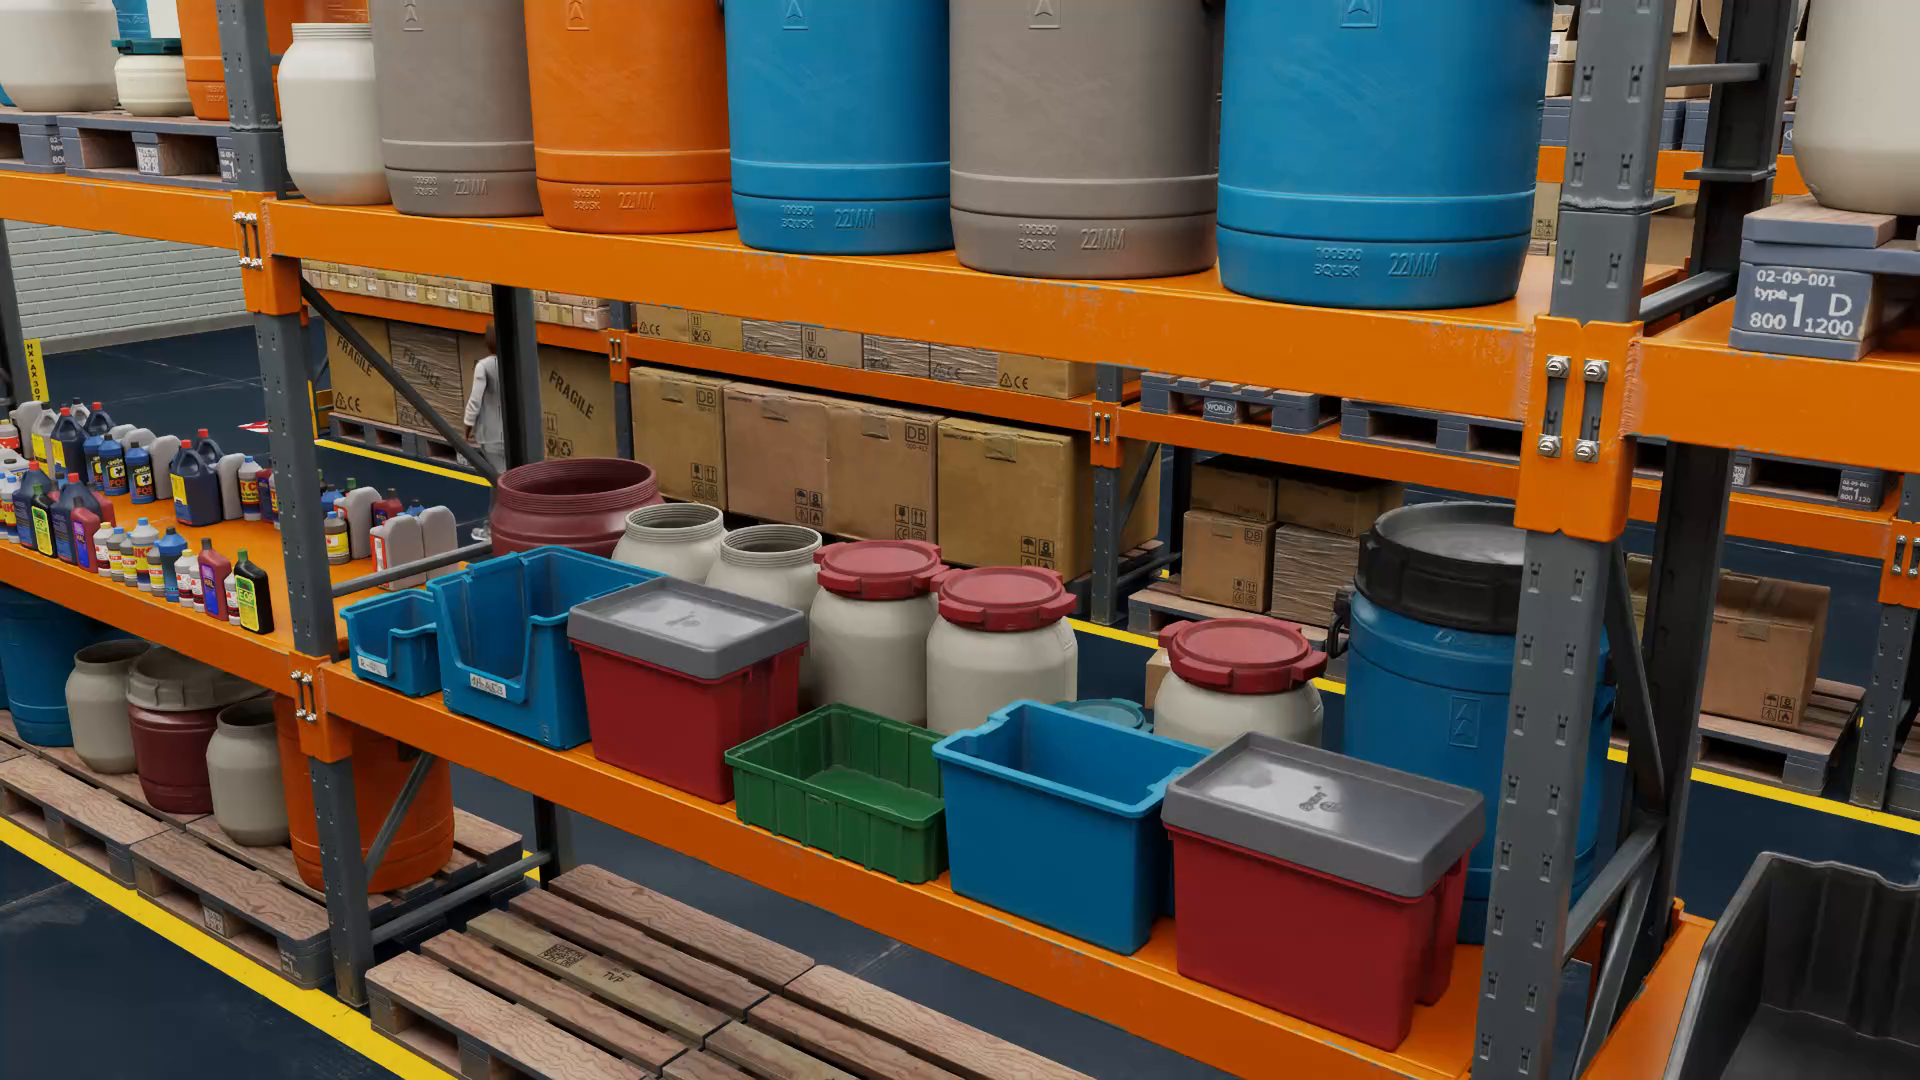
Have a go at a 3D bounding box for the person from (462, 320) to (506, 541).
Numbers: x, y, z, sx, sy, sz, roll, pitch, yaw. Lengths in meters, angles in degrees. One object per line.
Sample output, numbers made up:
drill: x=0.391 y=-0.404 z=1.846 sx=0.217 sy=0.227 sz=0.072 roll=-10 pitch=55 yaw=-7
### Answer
person: x=-2.961 y=-0.614 z=10.740 sx=0.933 sy=1.450 sz=0.403 roll=12 pitch=20 yaw=34
